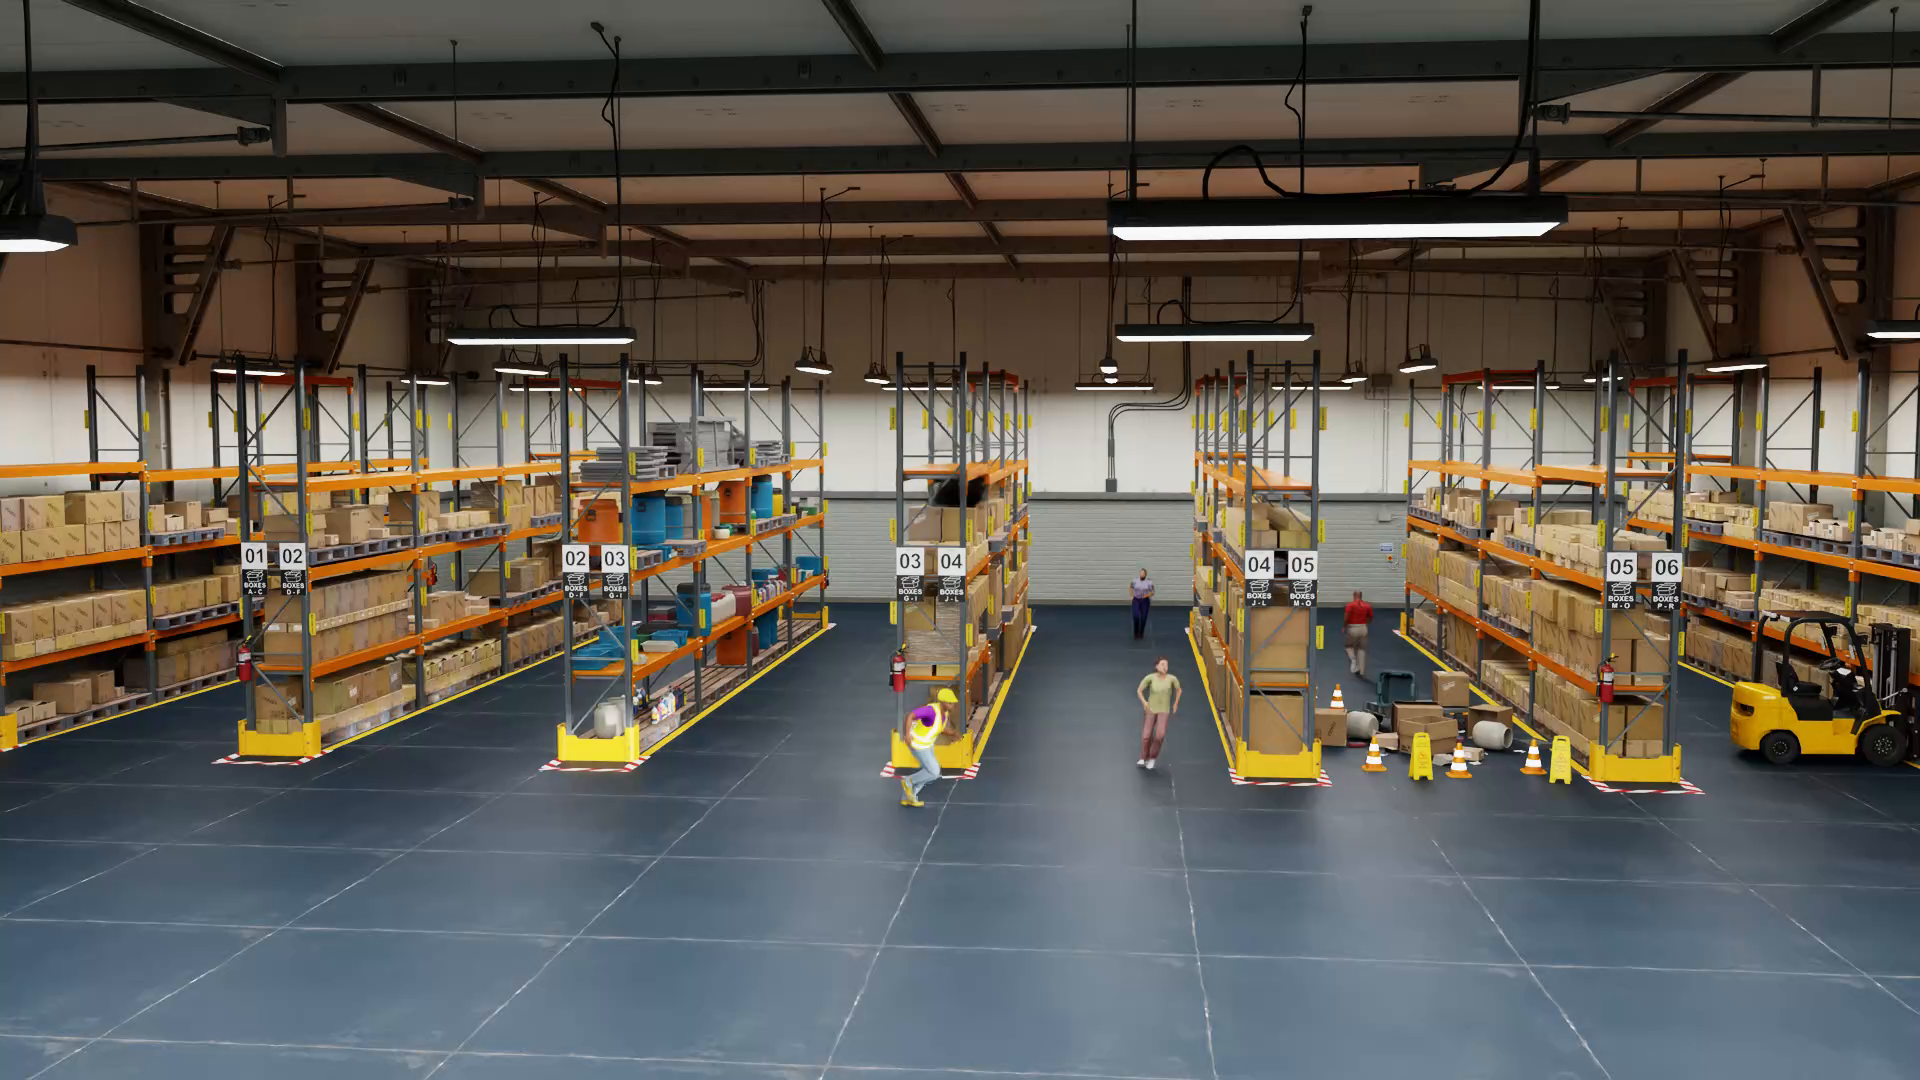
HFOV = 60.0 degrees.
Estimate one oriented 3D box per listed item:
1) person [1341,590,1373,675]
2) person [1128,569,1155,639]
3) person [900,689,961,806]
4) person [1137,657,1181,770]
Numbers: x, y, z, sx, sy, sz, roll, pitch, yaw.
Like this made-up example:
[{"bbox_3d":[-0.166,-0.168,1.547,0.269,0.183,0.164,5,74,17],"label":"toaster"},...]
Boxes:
[{"bbox_3d":[7.840,1.820,32.932,0.647,1.679,0.671,0,4,-5],"label":"person"},{"bbox_3d":[4.187,1.483,38.341,0.592,1.657,0.591,0,4,3],"label":"person"},{"bbox_3d":[-0.416,2.691,21.451,0.829,1.577,0.734,2,4,25],"label":"person"},{"bbox_3d":[2.864,2.499,23.951,0.641,1.610,0.612,0,4,7],"label":"person"}]
